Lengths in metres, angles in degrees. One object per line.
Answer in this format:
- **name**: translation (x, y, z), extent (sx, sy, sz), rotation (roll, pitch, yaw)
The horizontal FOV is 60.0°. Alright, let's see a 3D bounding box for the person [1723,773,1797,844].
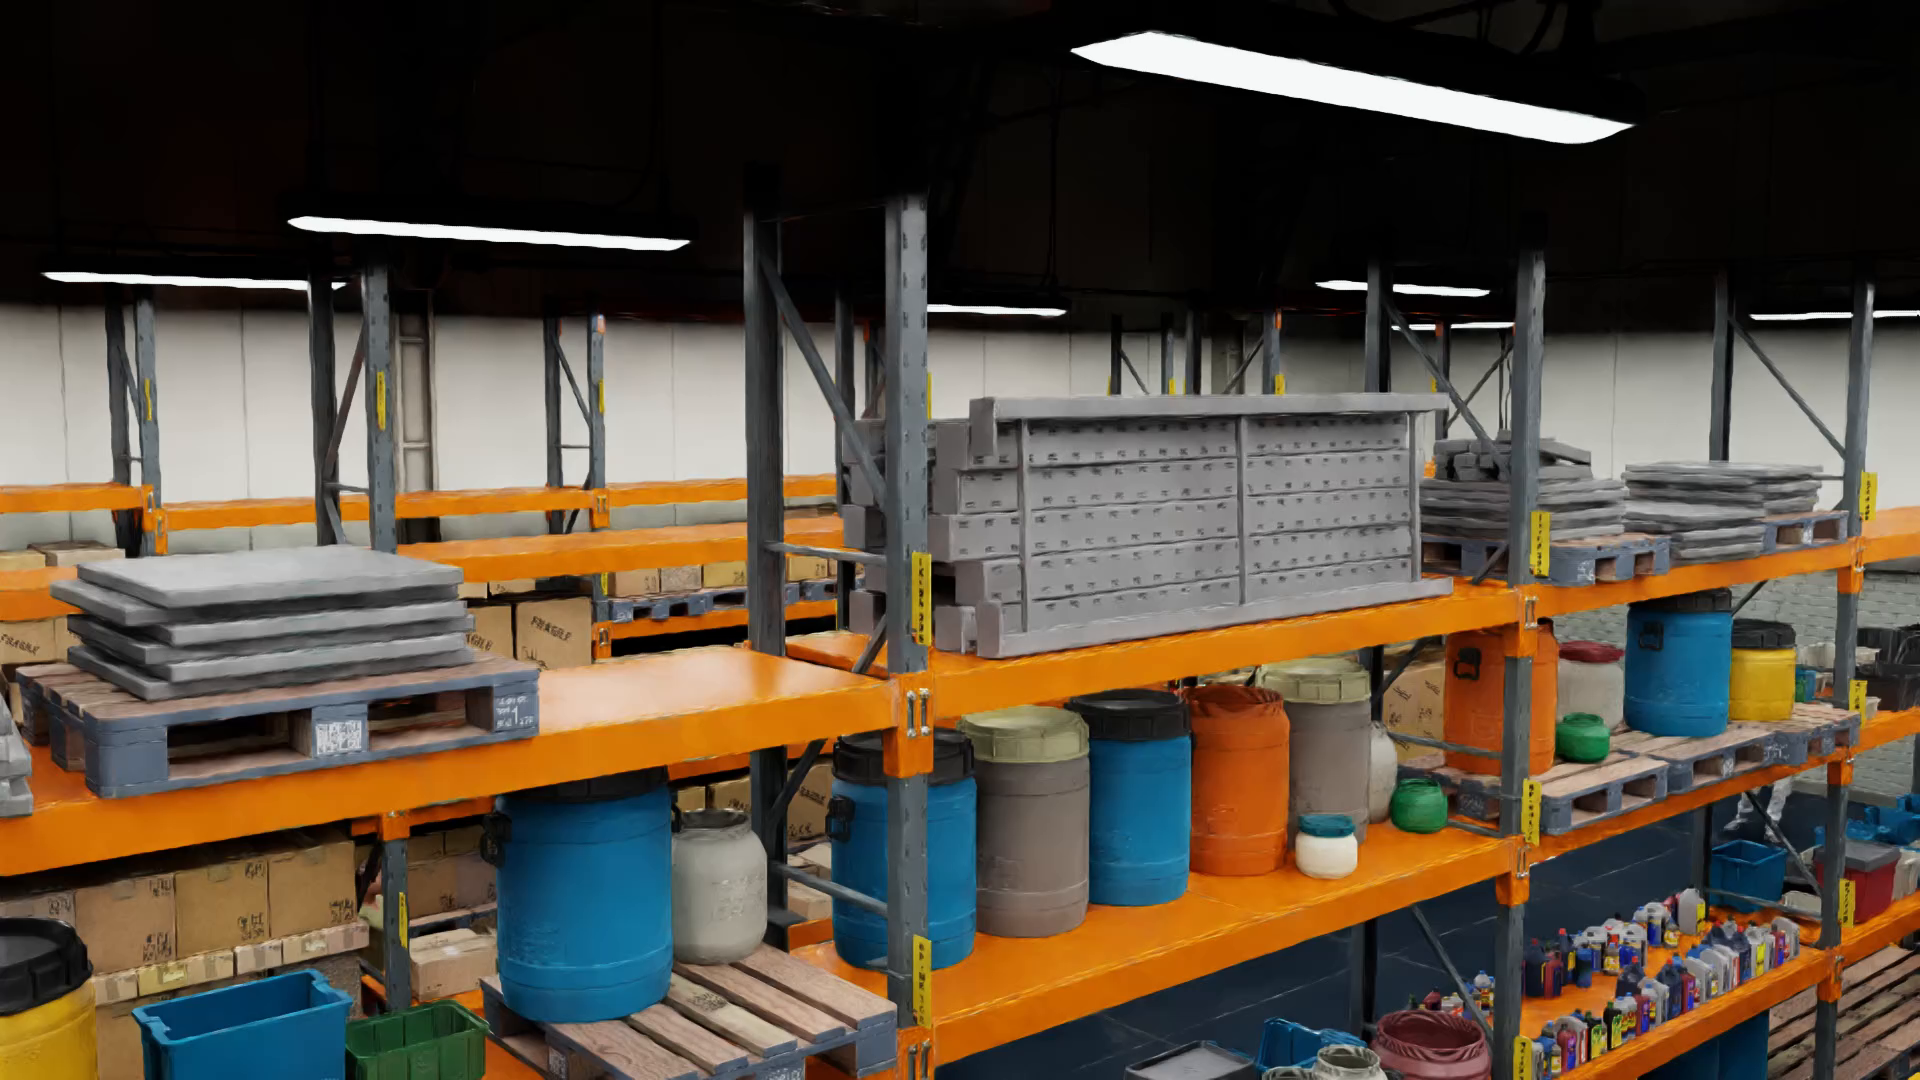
- **person**: translation (8.995, 2.489, 18.612), extent (0.727, 1.778, 0.531), rotation (1, 6, 10)

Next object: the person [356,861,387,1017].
- **person**: translation (-4.227, 3.212, 12.084), extent (0.431, 1.570, 0.496), rotation (2, 6, 18)
